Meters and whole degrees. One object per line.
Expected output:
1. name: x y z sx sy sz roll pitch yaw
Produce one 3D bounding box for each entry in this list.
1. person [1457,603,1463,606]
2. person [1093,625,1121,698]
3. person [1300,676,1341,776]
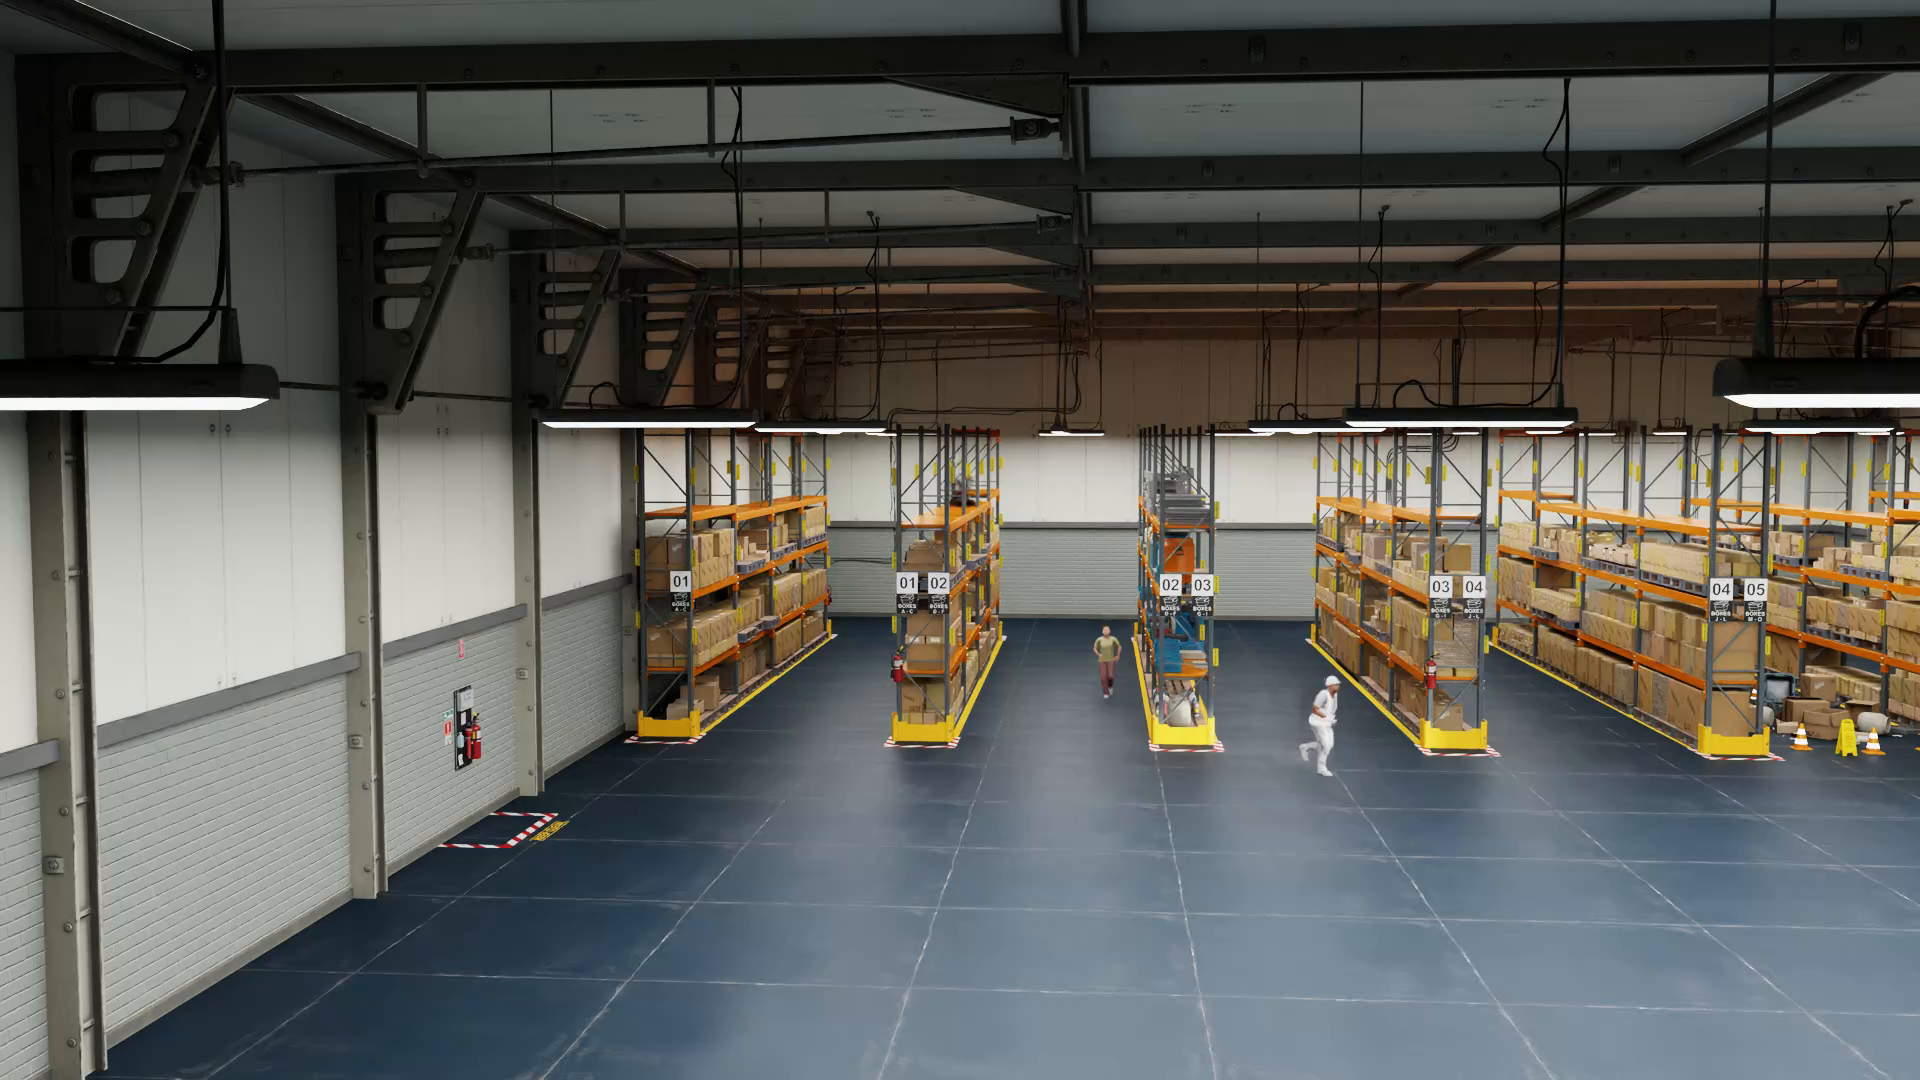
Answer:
1. person: 13.563 2.172 45.595 0.576 1.577 0.644 1 4 16
2. person: 3.233 2.675 36.537 0.605 1.625 0.561 0 3 5
3. person: 6.134 3.160 28.350 0.767 1.729 0.672 3 5 40
